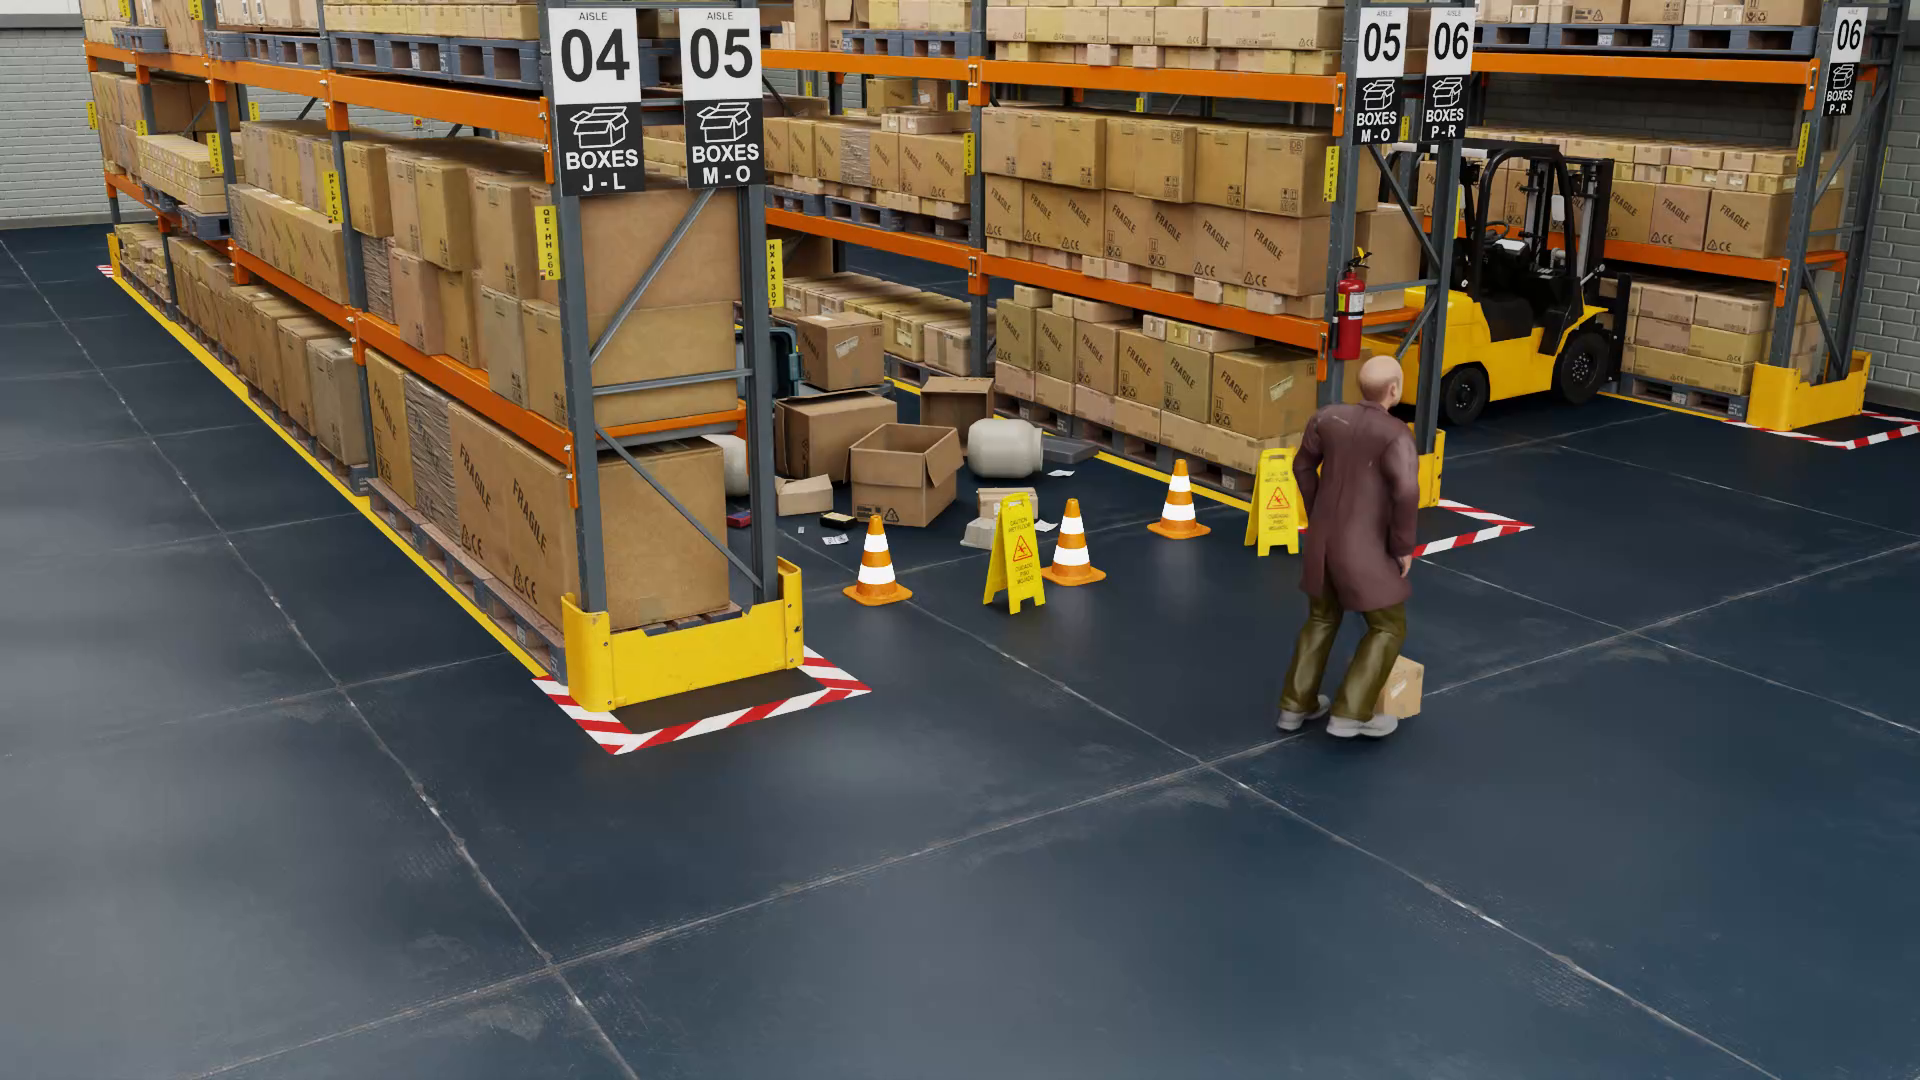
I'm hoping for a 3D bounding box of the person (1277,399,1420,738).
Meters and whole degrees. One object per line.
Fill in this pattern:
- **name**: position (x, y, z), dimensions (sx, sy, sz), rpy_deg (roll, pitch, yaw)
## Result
- **person**: position (1.755, 0.127, 7.558), dimensions (0.527, 1.538, 0.729), rpy_deg (-13, 22, -35)
